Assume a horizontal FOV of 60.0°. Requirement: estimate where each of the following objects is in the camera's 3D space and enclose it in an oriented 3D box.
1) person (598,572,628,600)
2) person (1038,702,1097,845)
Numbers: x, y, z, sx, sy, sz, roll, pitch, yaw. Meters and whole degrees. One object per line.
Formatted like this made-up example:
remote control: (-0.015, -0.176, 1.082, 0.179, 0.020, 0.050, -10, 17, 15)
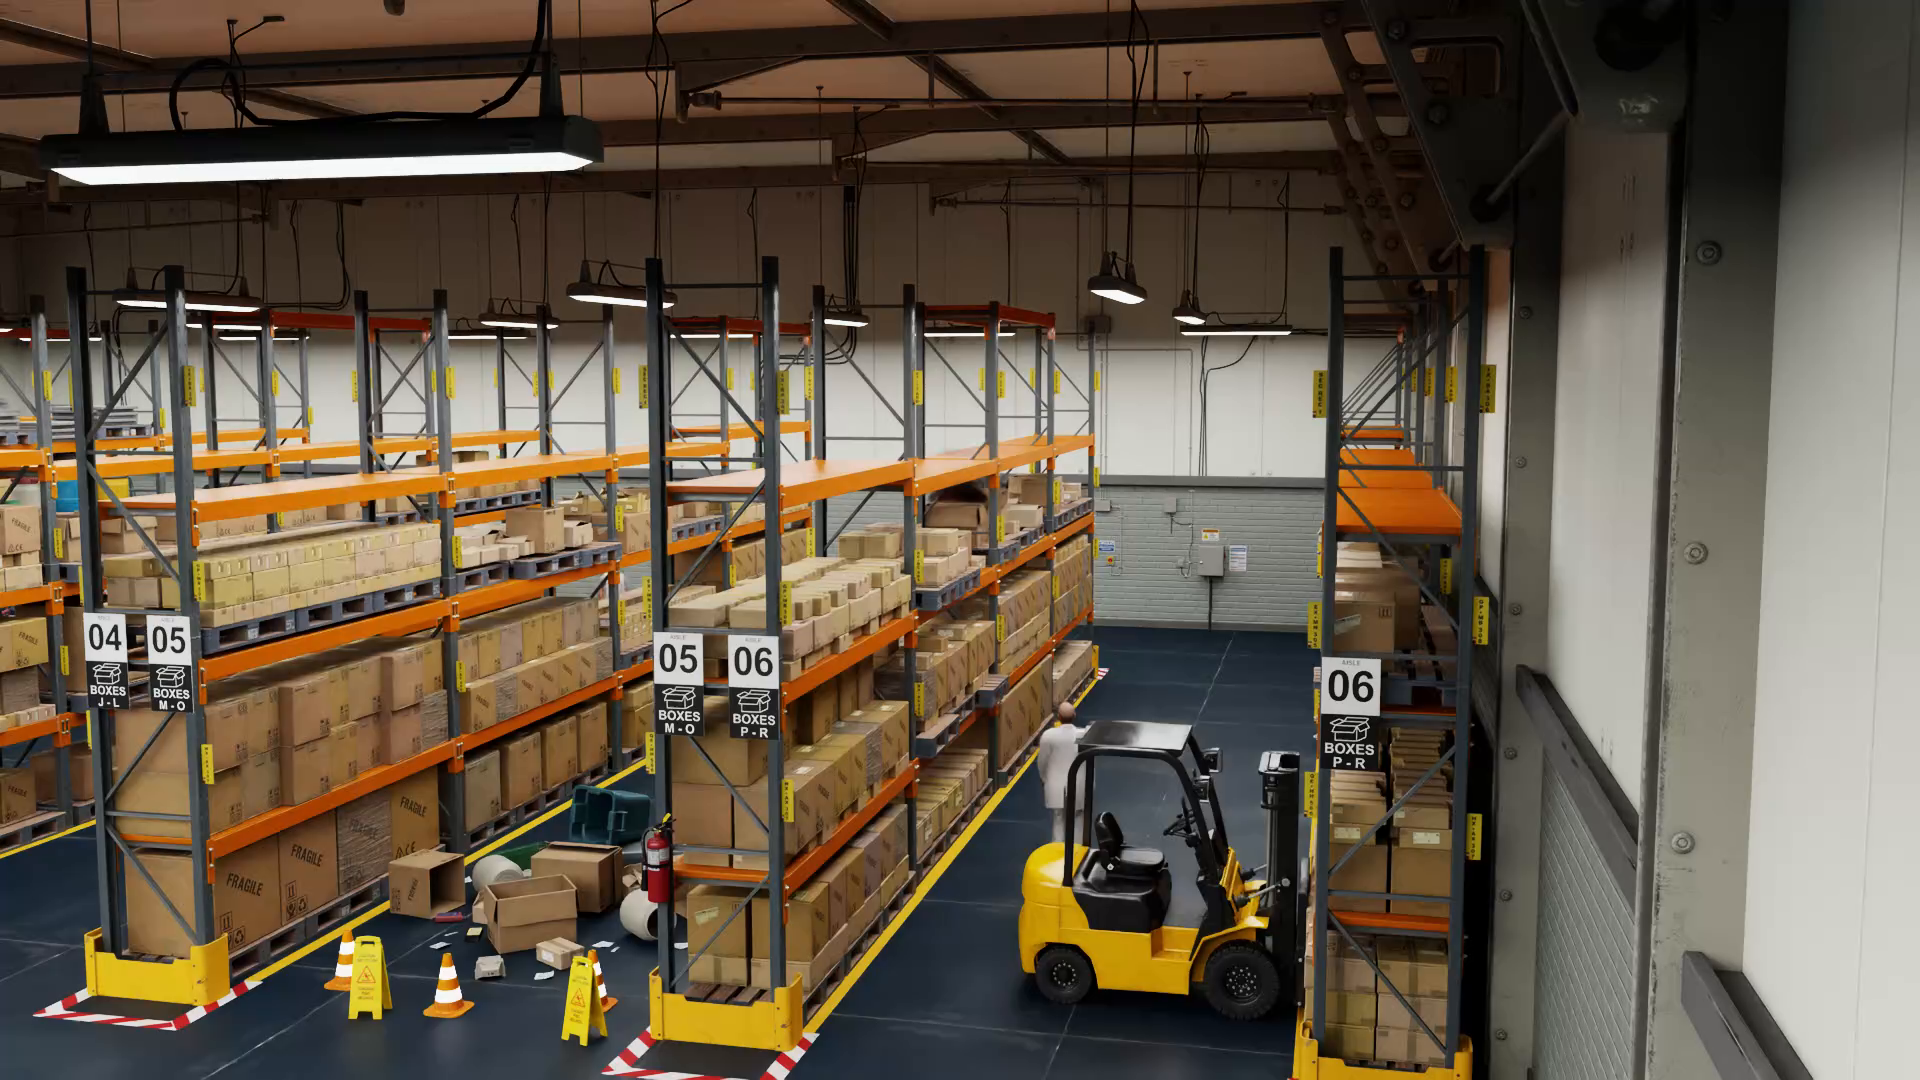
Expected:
person: (-6.349, 1.191, 30.495, 0.569, 1.779, 0.657, -2, 6, -21)
person: (1.108, 2.564, 17.114, 0.597, 1.814, 0.651, 1, 6, 8)
